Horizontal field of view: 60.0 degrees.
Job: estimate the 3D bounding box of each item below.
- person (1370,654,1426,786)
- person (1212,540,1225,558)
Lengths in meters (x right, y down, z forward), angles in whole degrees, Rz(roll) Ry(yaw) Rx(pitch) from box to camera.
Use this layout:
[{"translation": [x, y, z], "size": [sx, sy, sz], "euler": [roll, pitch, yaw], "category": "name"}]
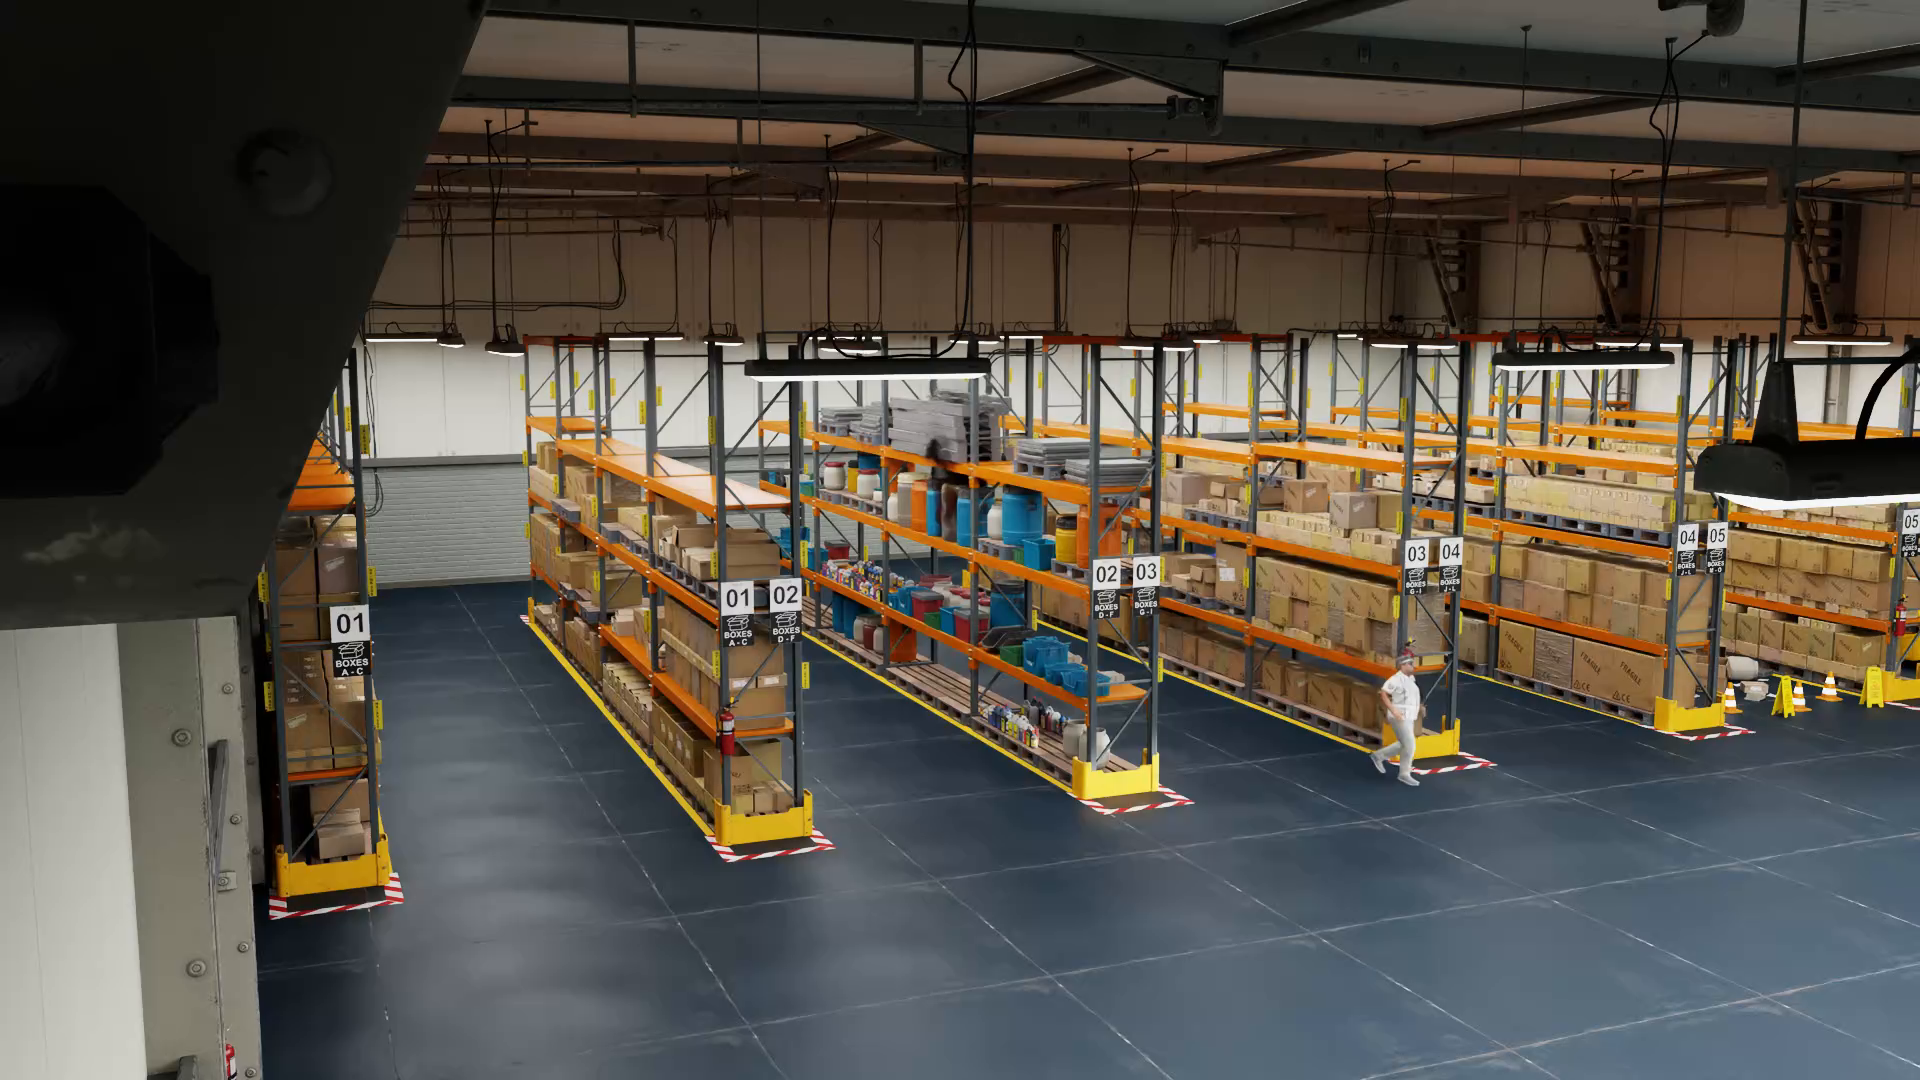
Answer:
[{"translation": [6.073, 2.440, 22.938], "size": [0.770, 1.766, 0.699], "euler": [6, 10, 37], "category": "person"}, {"translation": [5.558, 0.829, 35.309], "size": [0.586, 1.690, 0.878], "euler": [-2, 8, -16], "category": "person"}]
